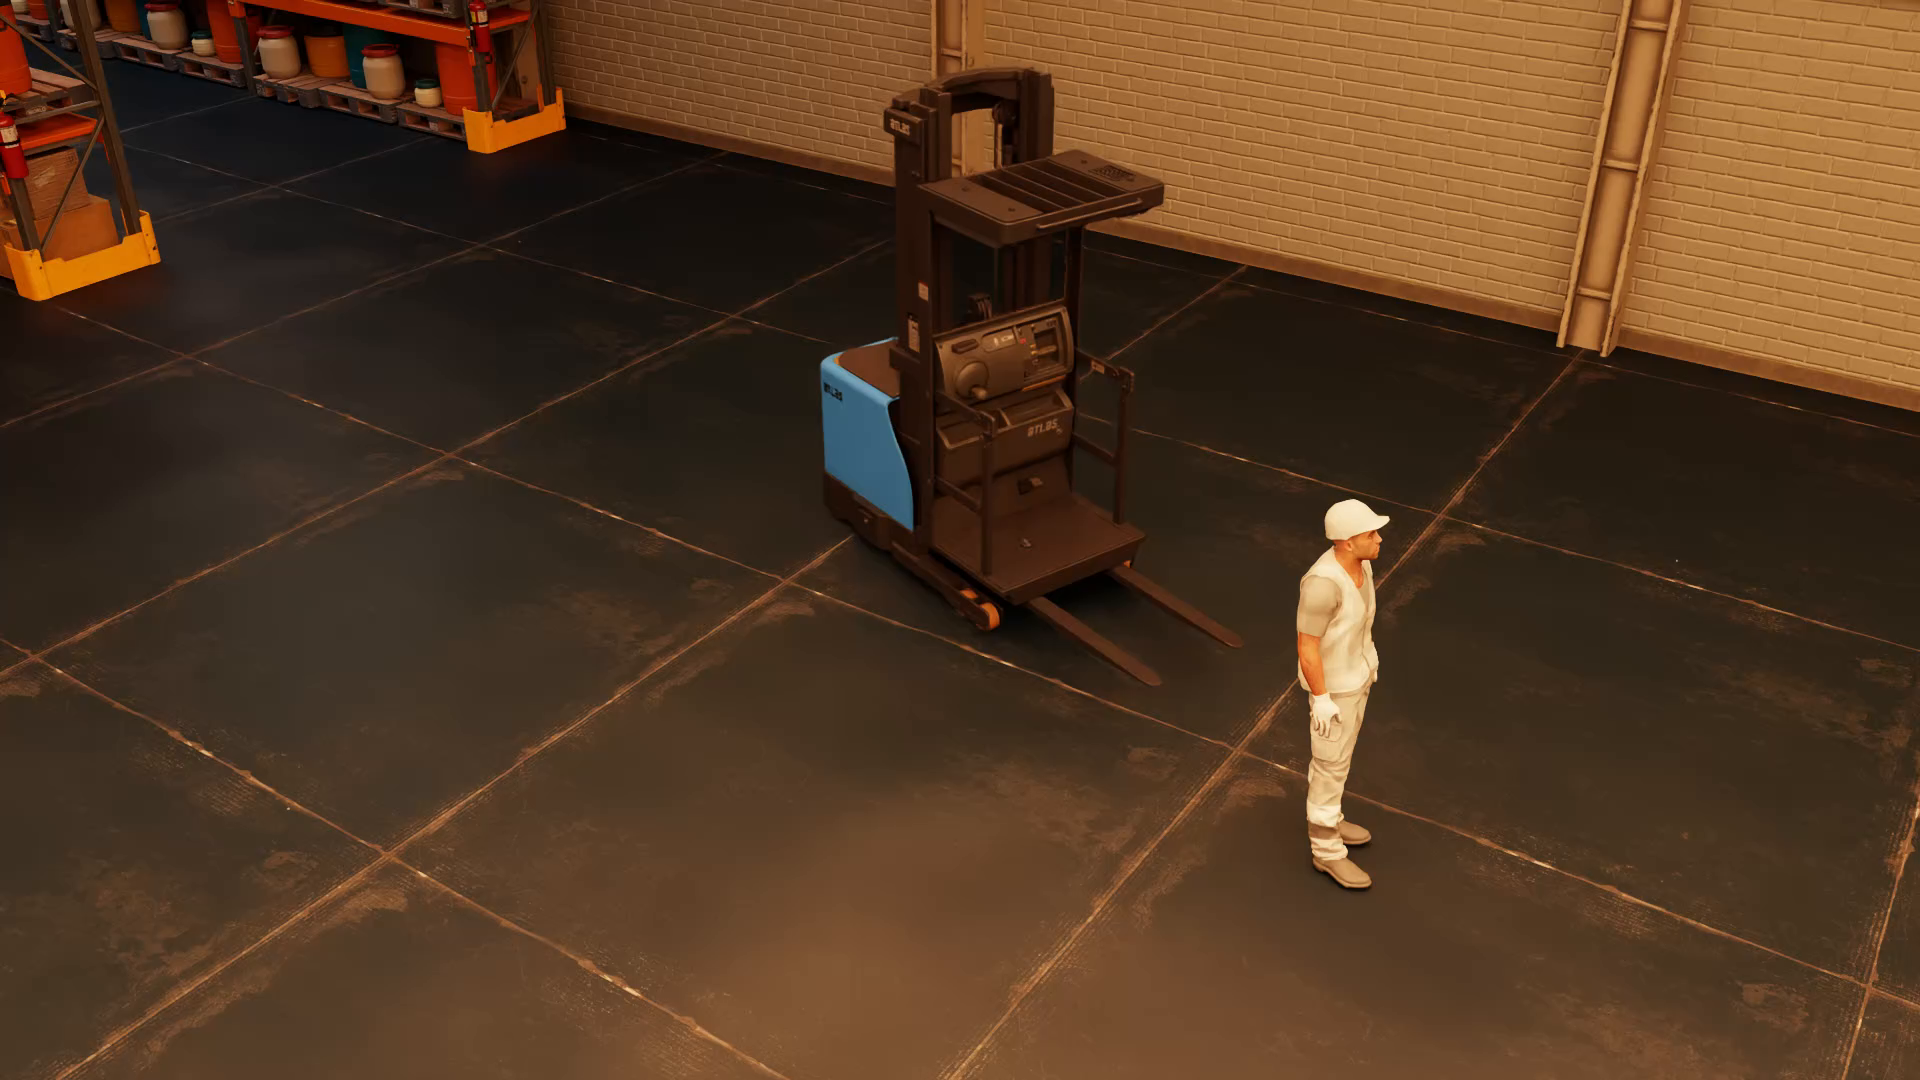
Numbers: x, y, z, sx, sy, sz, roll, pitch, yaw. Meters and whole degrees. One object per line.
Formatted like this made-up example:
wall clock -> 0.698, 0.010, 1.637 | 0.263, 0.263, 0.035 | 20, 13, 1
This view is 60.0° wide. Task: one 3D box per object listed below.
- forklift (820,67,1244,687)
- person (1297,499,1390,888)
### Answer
forklift -> 0.390, -1.018, 9.334 | 1.130, 2.935, 3.031 | -20, 36, -31
person -> 1.795, 0.663, 7.562 | 0.565, 1.787, 0.638 | 18, 35, 28
